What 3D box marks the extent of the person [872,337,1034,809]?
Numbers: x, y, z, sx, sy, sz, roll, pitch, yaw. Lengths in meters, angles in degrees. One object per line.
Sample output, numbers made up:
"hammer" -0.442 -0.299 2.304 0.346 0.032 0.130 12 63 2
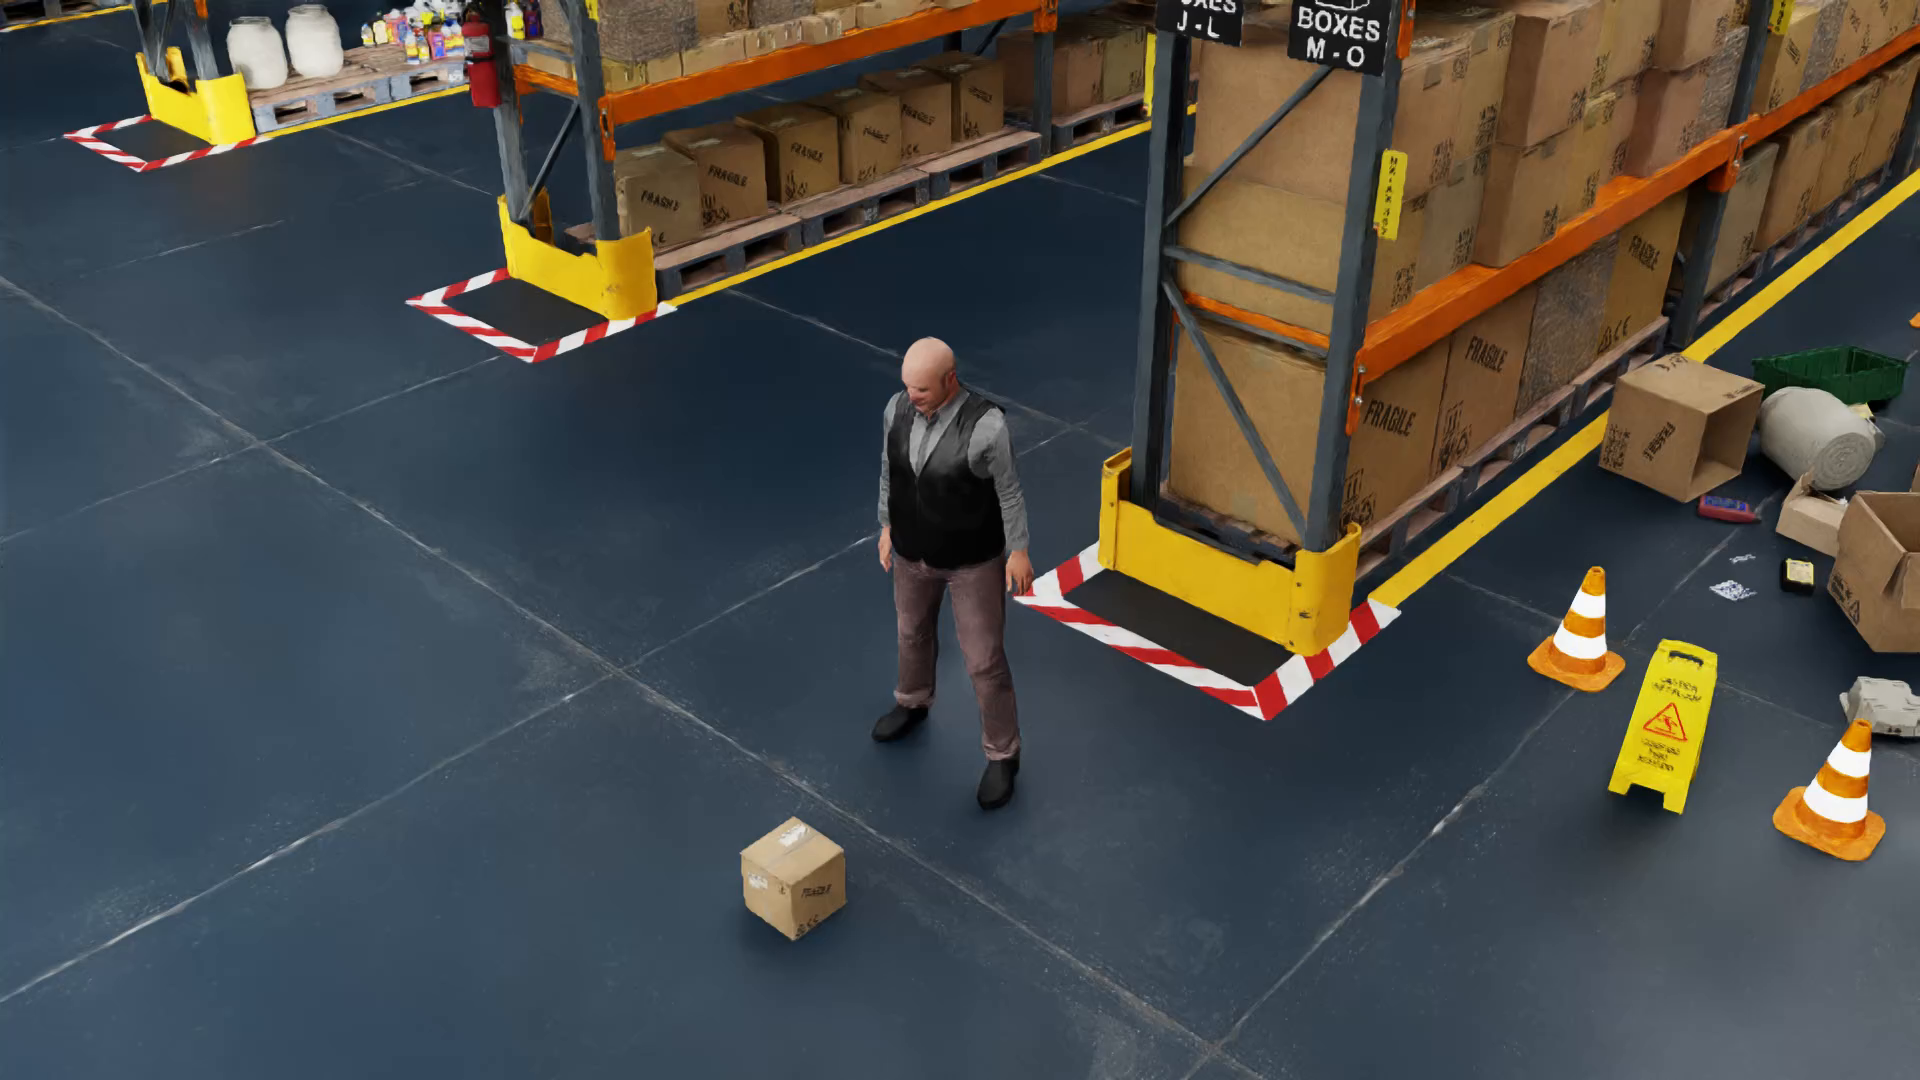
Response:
"person" -0.042 0.086 5.982 0.703 1.714 0.468 18 36 27
